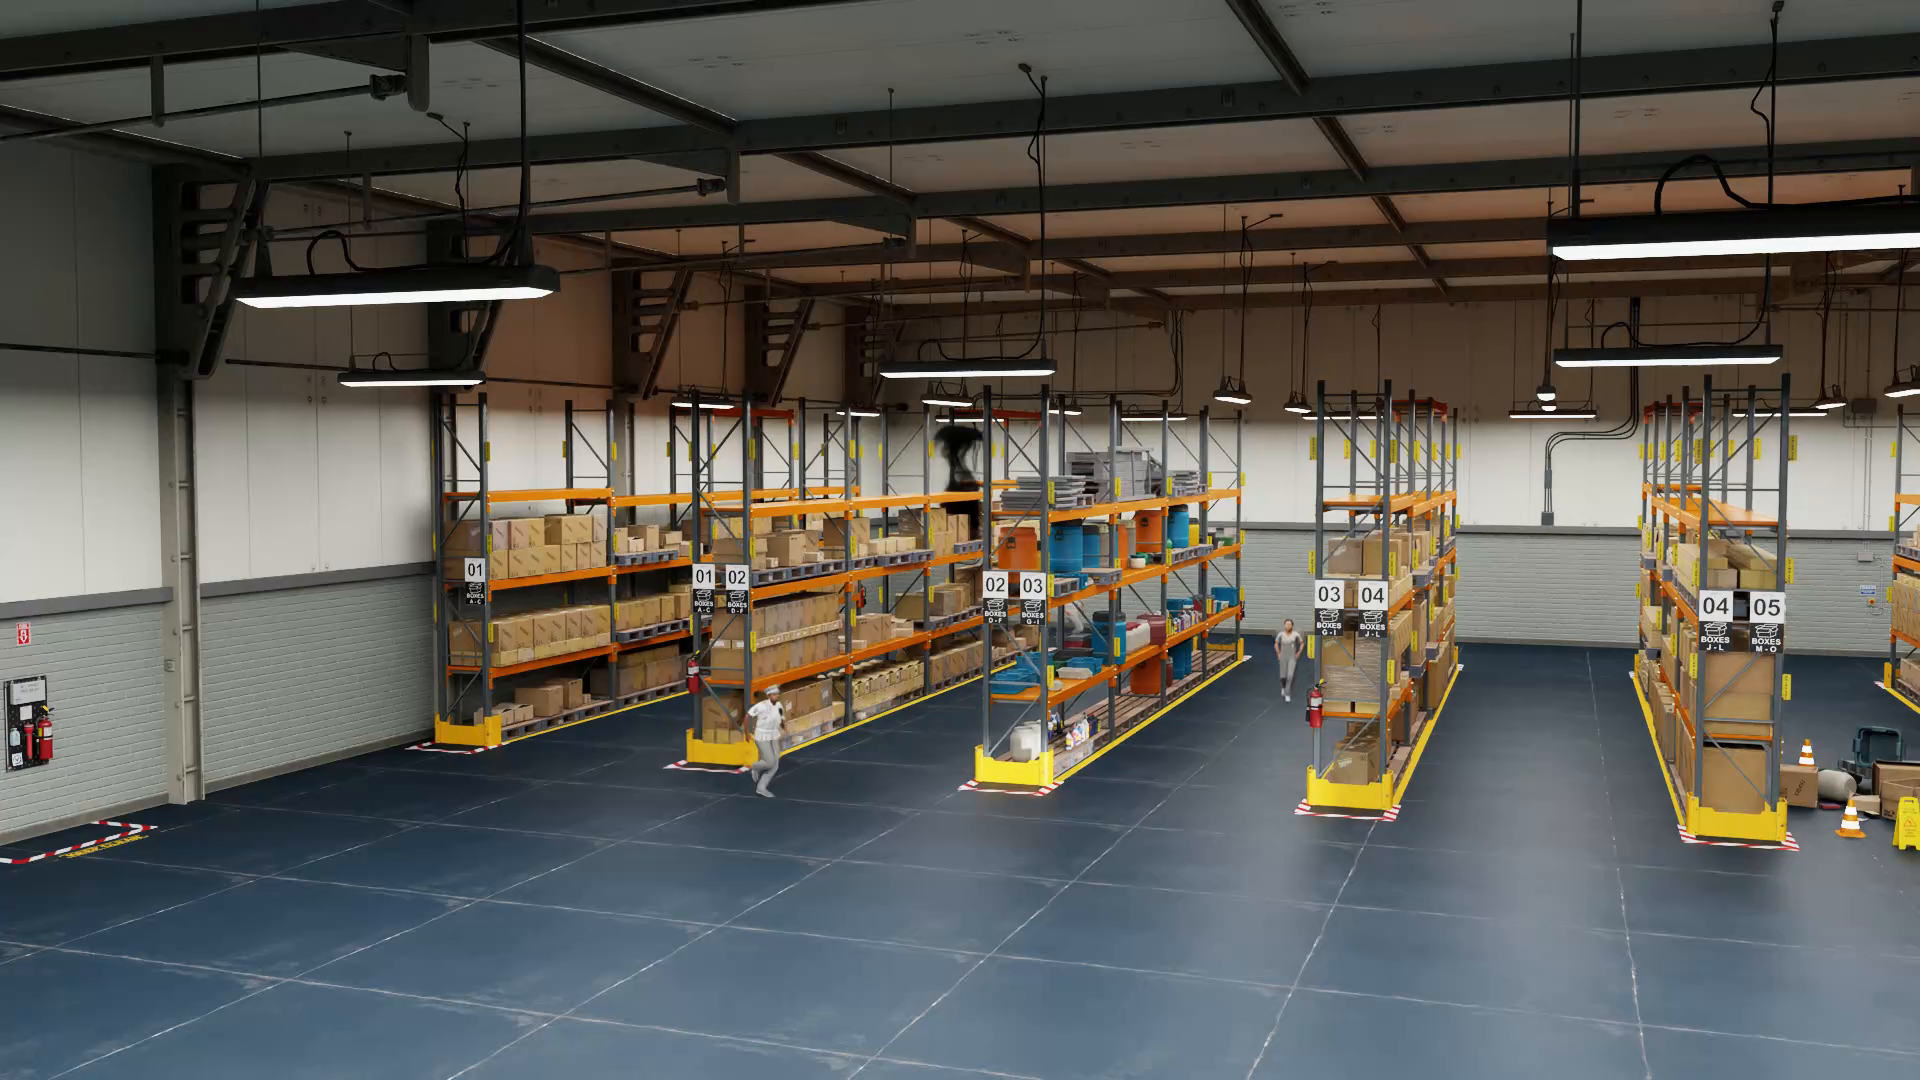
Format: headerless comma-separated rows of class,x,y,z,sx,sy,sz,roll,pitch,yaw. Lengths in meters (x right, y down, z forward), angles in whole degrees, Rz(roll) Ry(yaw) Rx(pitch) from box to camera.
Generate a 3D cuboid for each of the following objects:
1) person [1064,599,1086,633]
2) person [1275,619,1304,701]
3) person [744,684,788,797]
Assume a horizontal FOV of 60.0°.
person,2.910,1.936,42.310,0.660,1.791,0.768,2,4,39
person,6.647,2.404,33.549,0.585,1.647,0.605,1,3,14
person,-2.778,2.910,24.151,0.637,1.645,0.616,3,4,45
